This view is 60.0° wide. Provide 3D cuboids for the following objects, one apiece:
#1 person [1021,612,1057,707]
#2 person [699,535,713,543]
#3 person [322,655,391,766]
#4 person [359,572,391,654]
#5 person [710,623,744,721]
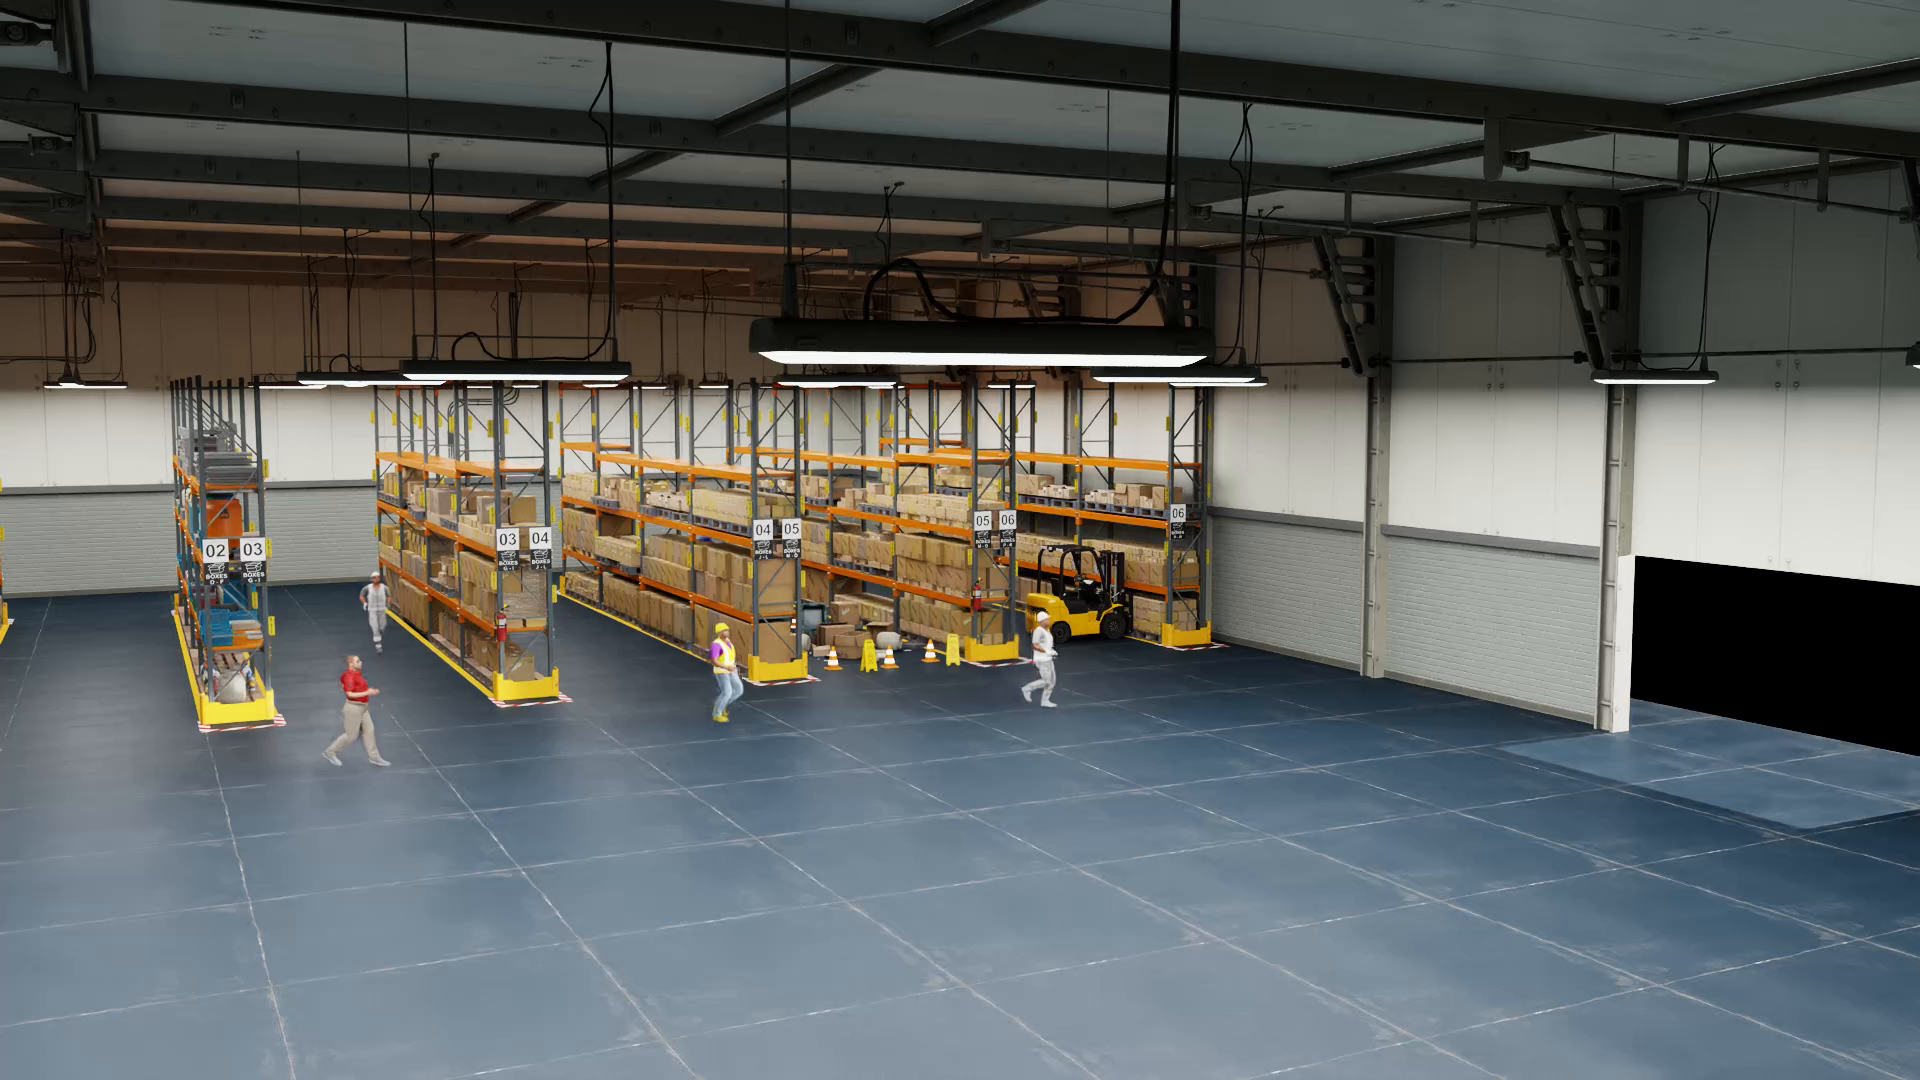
[{"bbox_3d":[1.470,2.169,30.206,0.679,1.741,0.678,1,5,15],"label":"person"},{"bbox_3d":[-7.752,0.403,50.630,0.871,1.664,0.595,-2,6,-26],"label":"person"},{"bbox_3d":[-9.168,2.604,25.208,0.966,1.740,0.659,-1,5,-7],"label":"person"},{"bbox_3d":[-12.897,1.585,36.744,0.655,1.778,0.872,-3,6,-27],"label":"person"},{"bbox_3d":[-4.068,2.292,28.906,0.543,1.721,0.680,2,5,17],"label":"person"}]
